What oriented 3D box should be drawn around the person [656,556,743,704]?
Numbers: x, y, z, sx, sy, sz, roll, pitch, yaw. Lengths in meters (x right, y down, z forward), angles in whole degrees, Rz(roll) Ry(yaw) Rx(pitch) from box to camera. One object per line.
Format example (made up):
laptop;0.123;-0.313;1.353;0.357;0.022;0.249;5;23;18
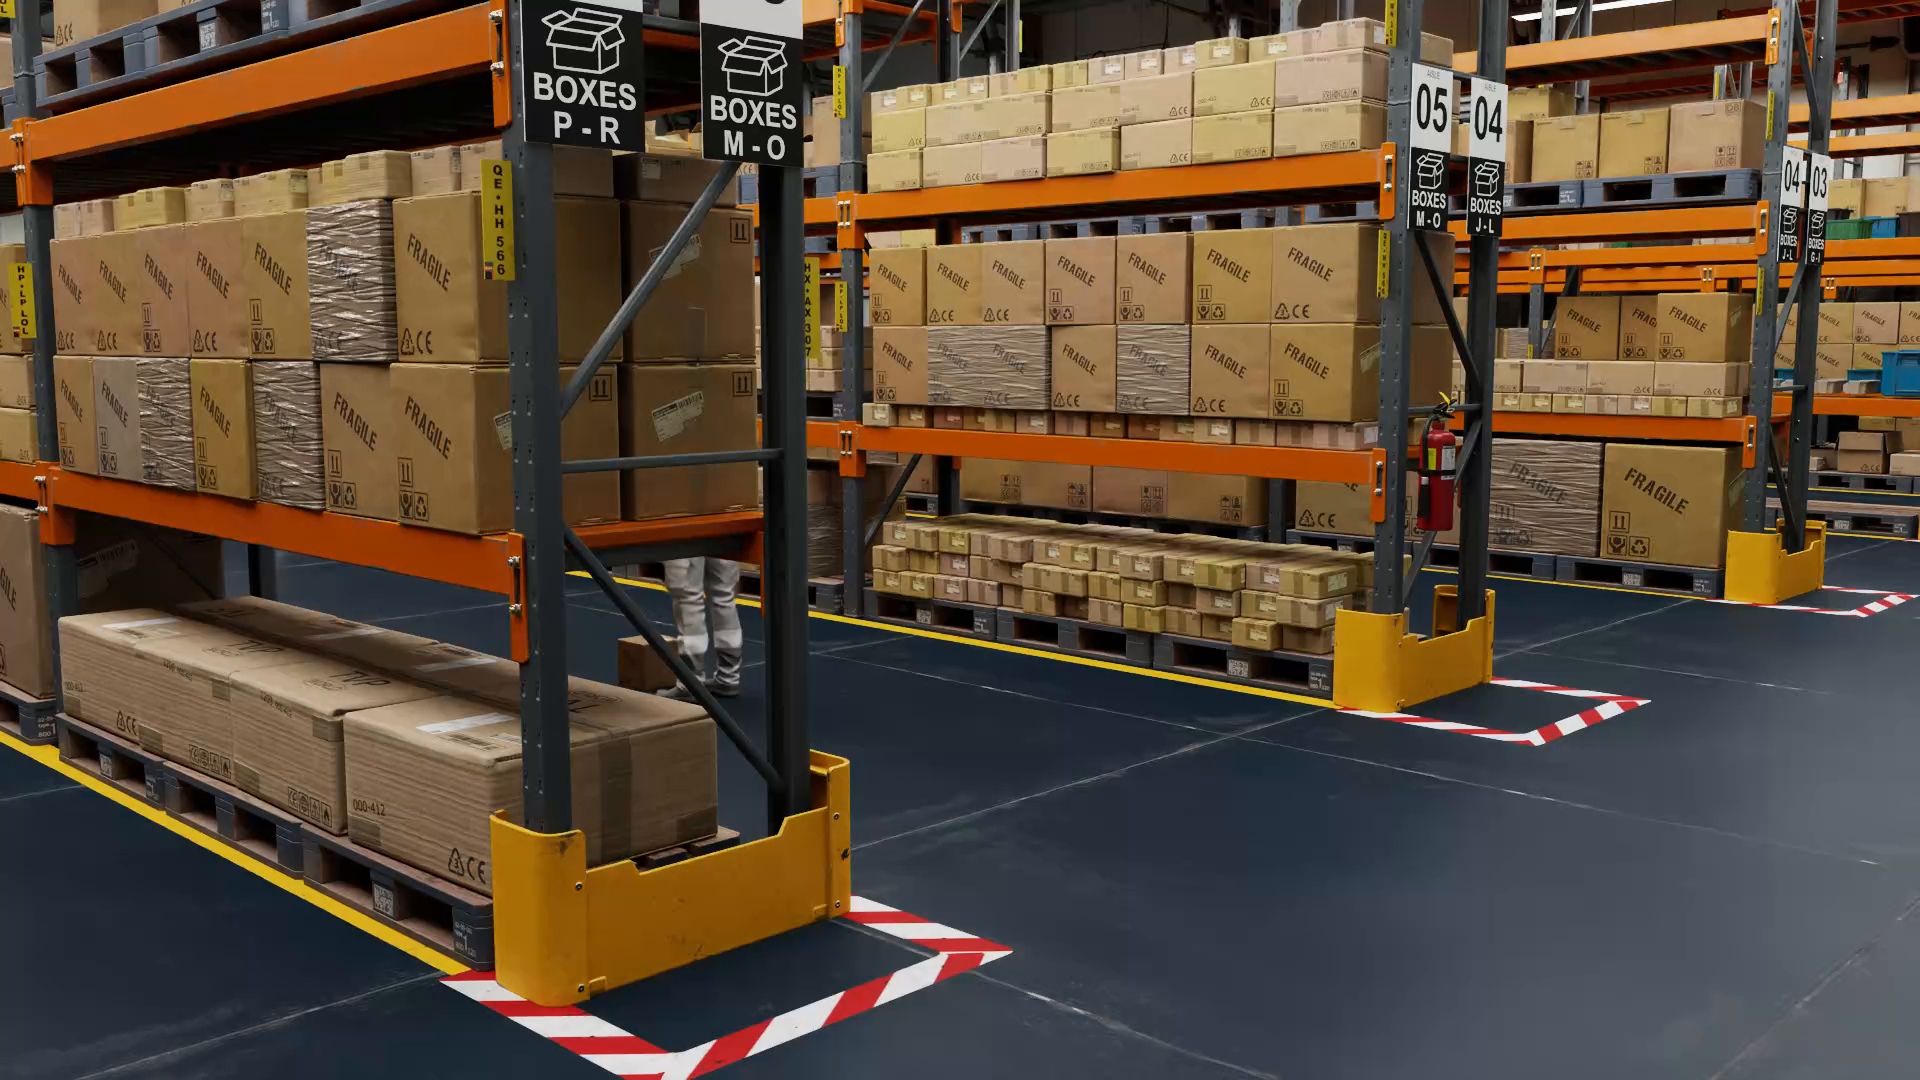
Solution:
person;-1.352;-0.060;8.637;0.529;1.797;0.354;-7;10;-45
